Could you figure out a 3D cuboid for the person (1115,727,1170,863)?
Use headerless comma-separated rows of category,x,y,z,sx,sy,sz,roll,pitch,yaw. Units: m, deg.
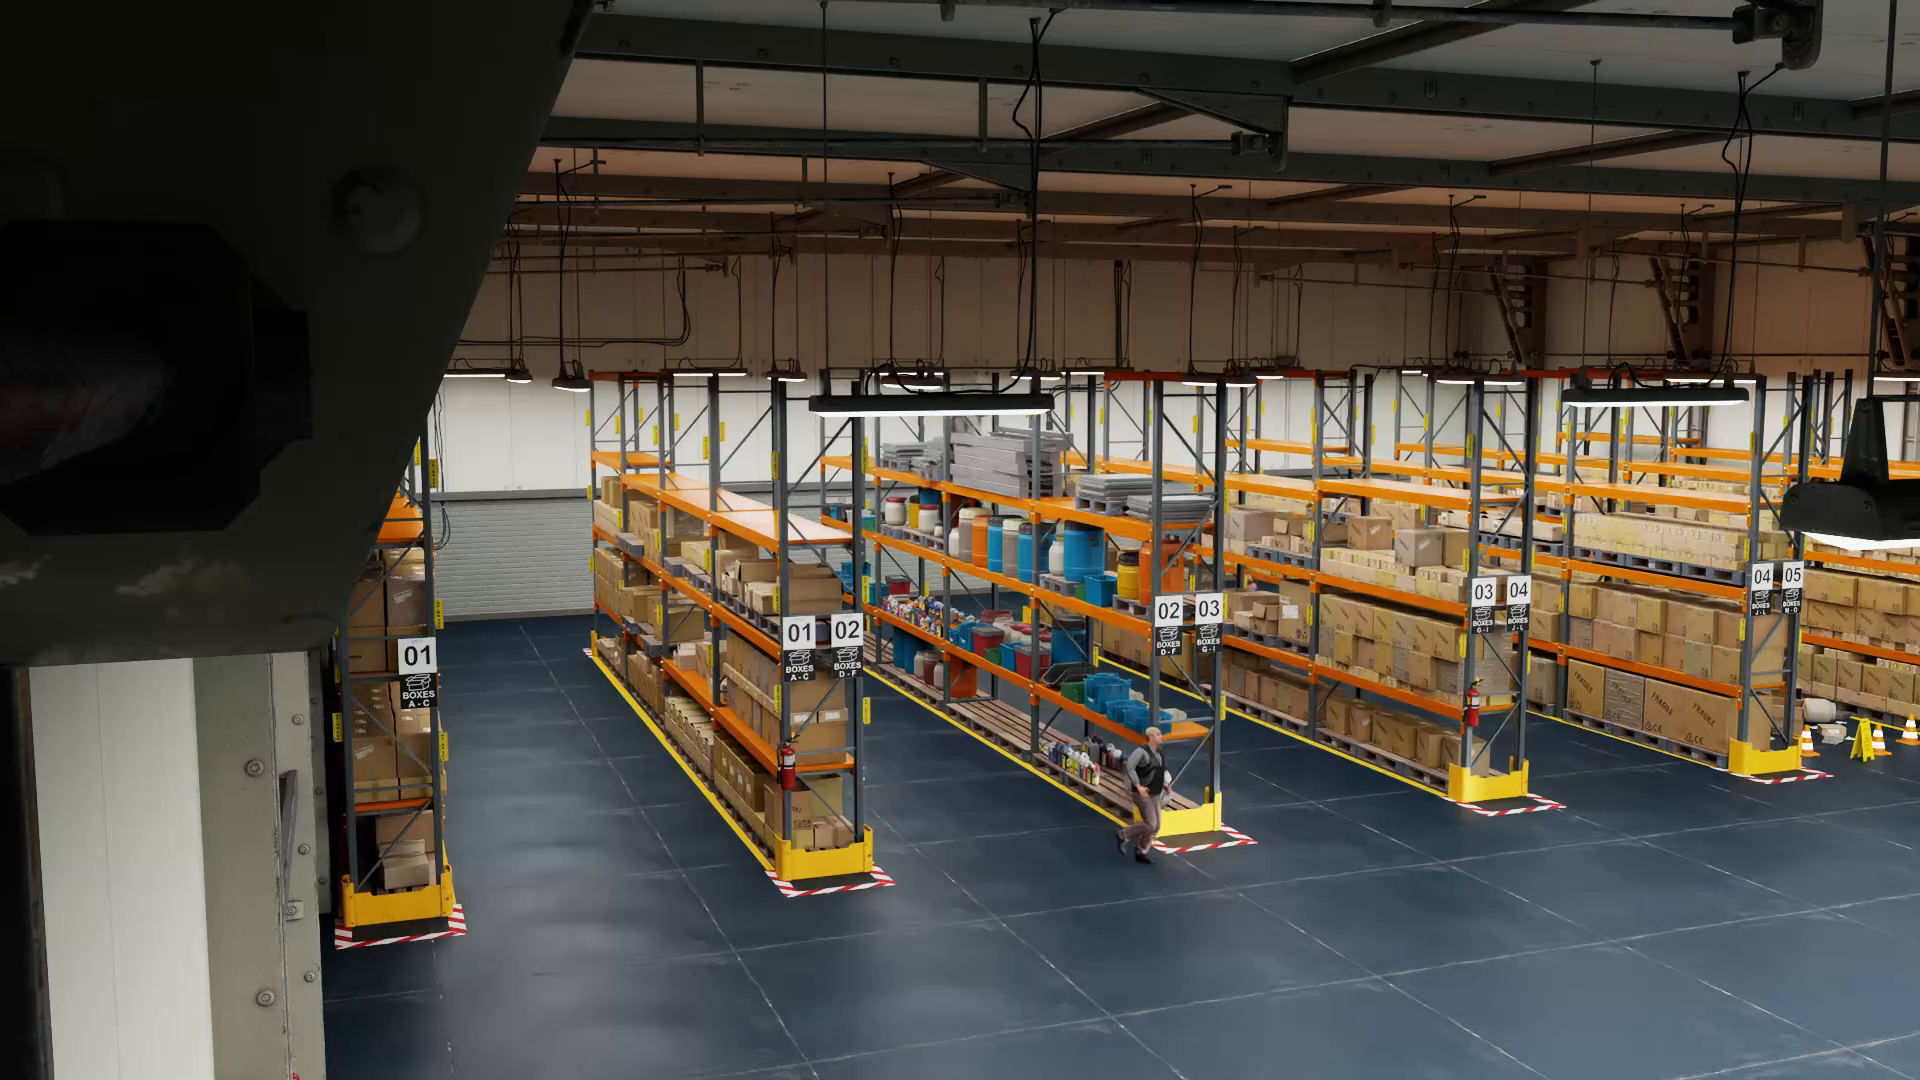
person,2.337,3.177,20.938,0.553,1.666,0.724,4,8,35

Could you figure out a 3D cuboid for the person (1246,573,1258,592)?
person,6.334,1.498,36.462,0.527,1.569,0.569,-2,7,-16
